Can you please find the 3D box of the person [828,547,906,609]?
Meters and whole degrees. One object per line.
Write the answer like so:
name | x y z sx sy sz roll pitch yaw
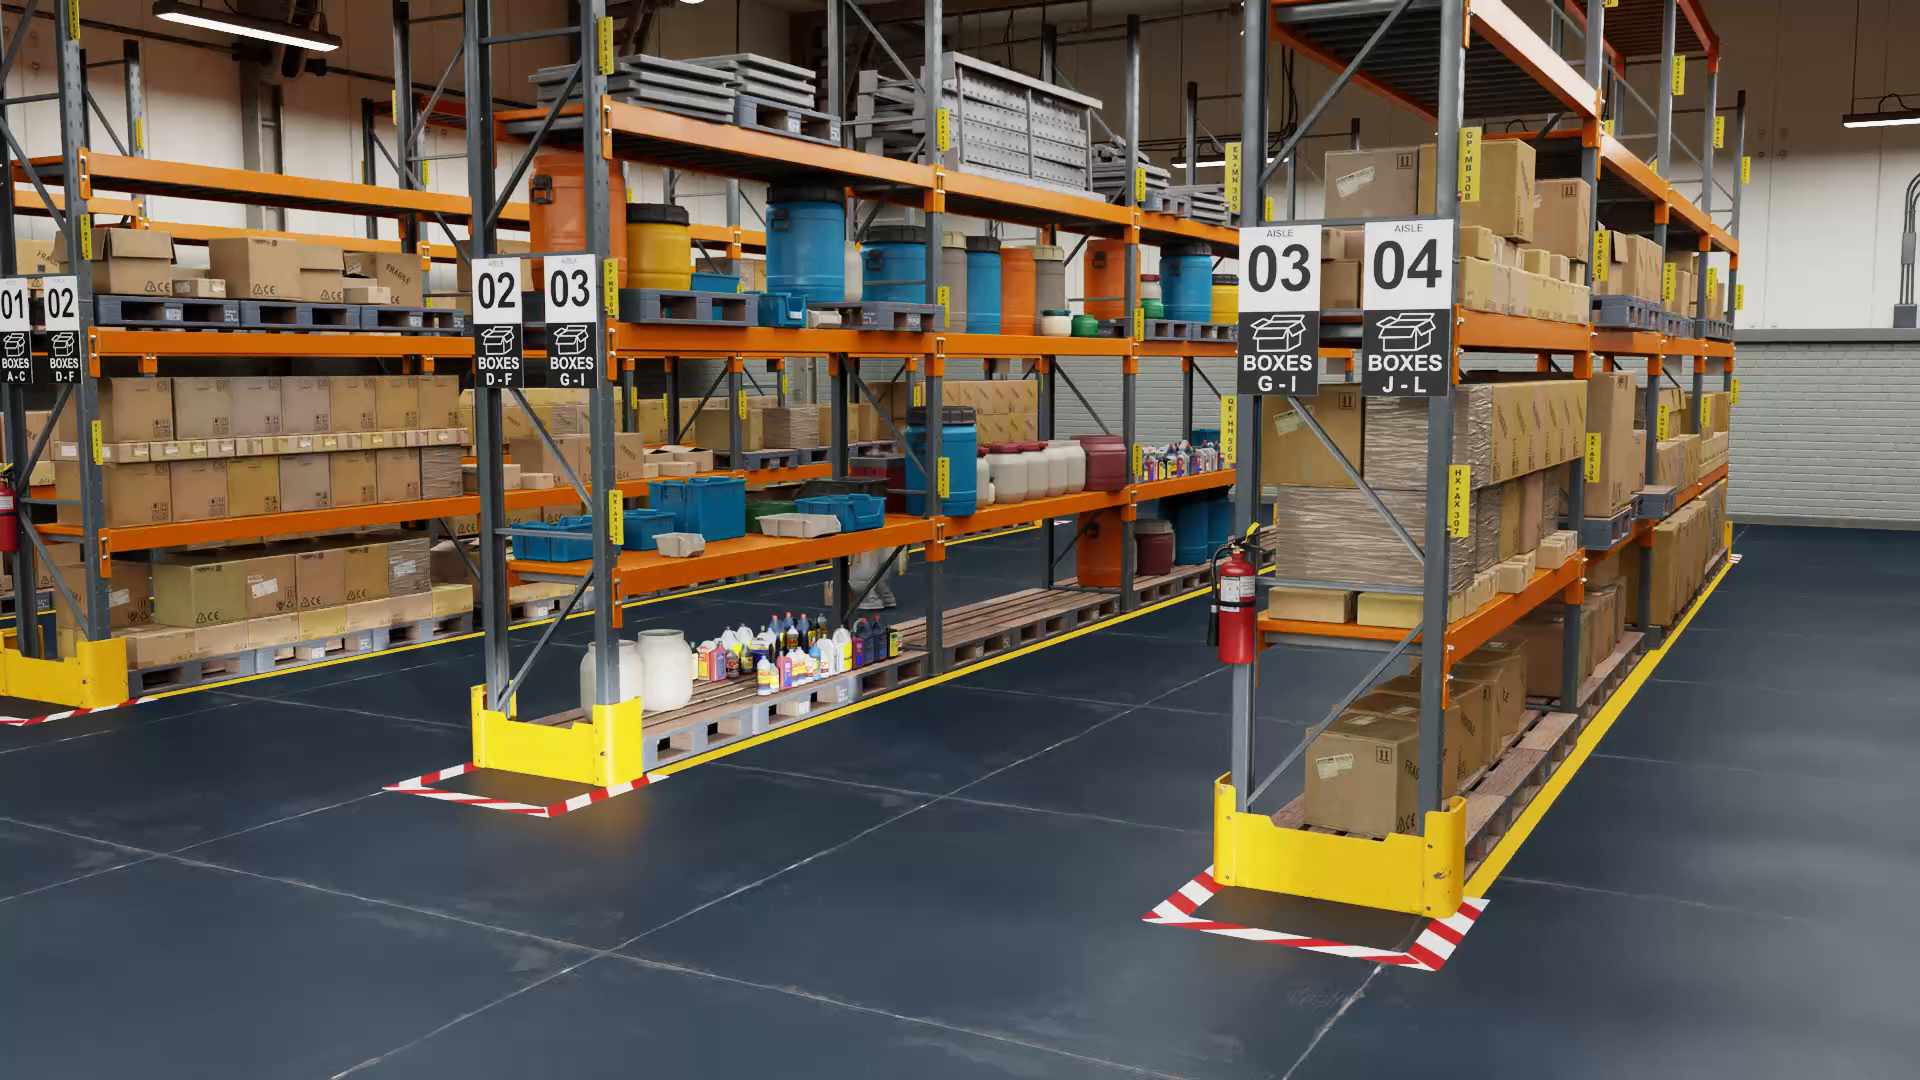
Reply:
person | -0.994 0.262 17.493 0.854 0.914 0.483 3 7 28
